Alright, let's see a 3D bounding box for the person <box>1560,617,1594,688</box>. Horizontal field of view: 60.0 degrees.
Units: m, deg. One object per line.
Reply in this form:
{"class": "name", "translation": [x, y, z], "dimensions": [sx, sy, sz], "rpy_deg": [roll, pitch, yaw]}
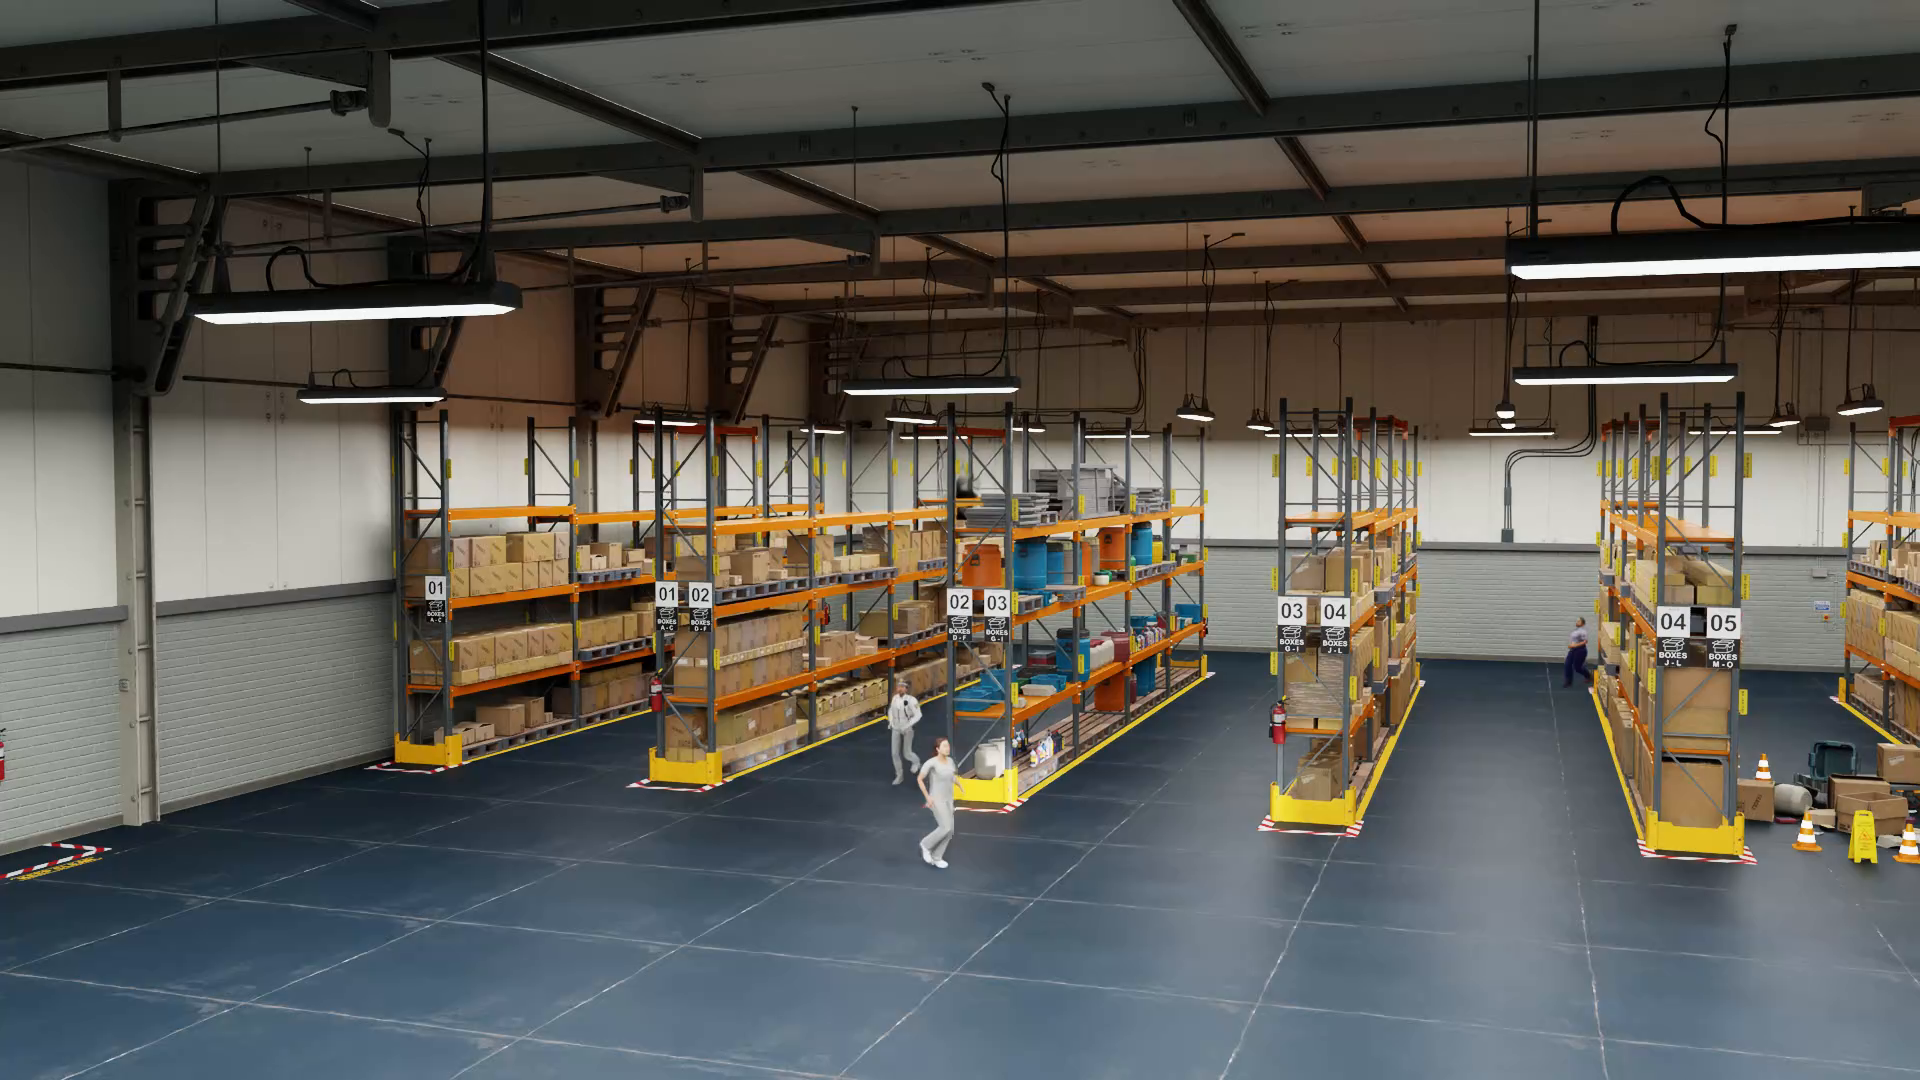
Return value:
{"class": "person", "translation": [14.171, 2.616, 37.976], "dimensions": [0.782, 1.564, 0.625], "rpy_deg": [0, 2, -8]}

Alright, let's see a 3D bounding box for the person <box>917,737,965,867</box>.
{"class": "person", "translation": [-0.217, 3.288, 20.891], "dimensions": [0.552, 1.638, 0.577], "rpy_deg": [2, 3, 43]}

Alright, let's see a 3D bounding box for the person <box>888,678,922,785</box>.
{"class": "person", "translation": [-0.894, 3.027, 26.563], "dimensions": [0.632, 1.677, 0.758], "rpy_deg": [1, 3, 23]}
